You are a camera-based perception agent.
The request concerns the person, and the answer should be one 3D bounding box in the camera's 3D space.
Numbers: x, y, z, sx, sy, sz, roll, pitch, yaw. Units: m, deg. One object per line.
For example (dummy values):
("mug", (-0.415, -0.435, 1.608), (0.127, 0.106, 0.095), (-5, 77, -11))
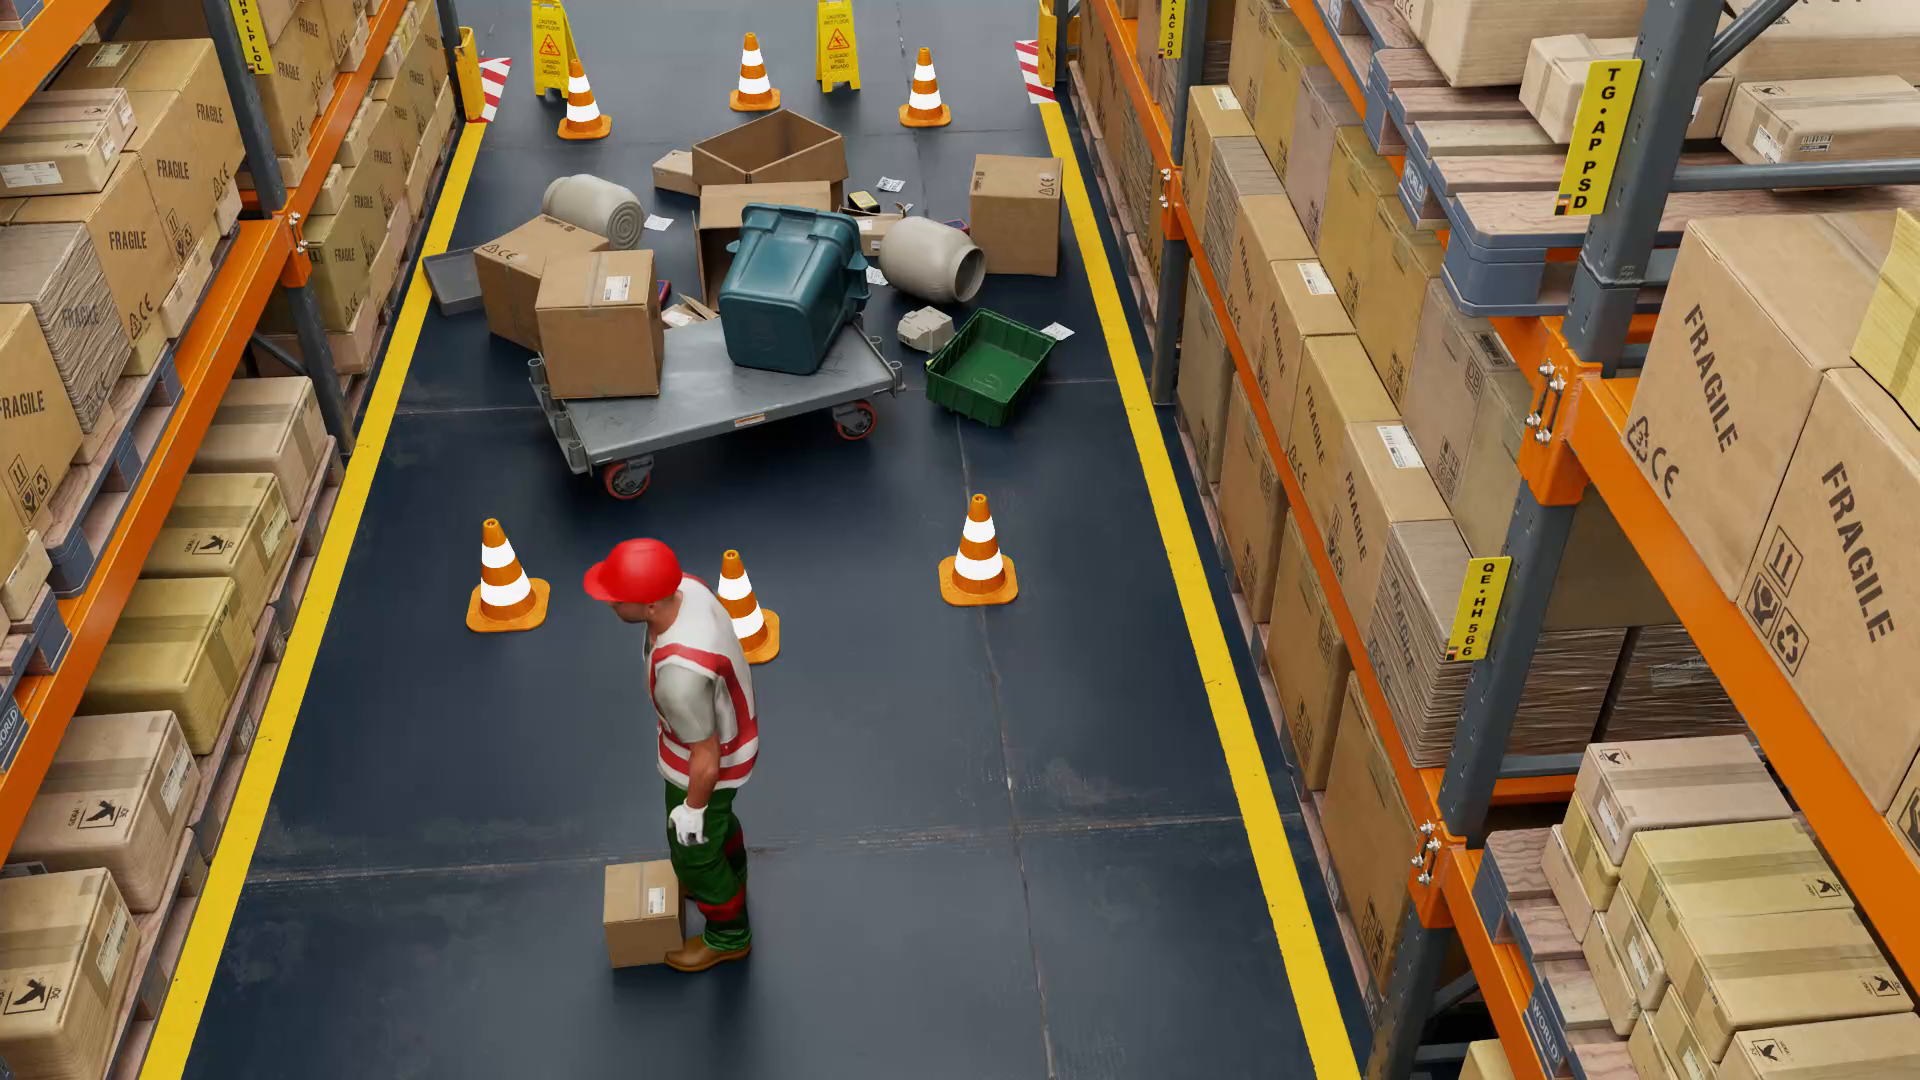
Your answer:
("person", (-0.862, 0.680, 5.296), (0.452, 1.777, 0.610), (-5, 39, -6))
